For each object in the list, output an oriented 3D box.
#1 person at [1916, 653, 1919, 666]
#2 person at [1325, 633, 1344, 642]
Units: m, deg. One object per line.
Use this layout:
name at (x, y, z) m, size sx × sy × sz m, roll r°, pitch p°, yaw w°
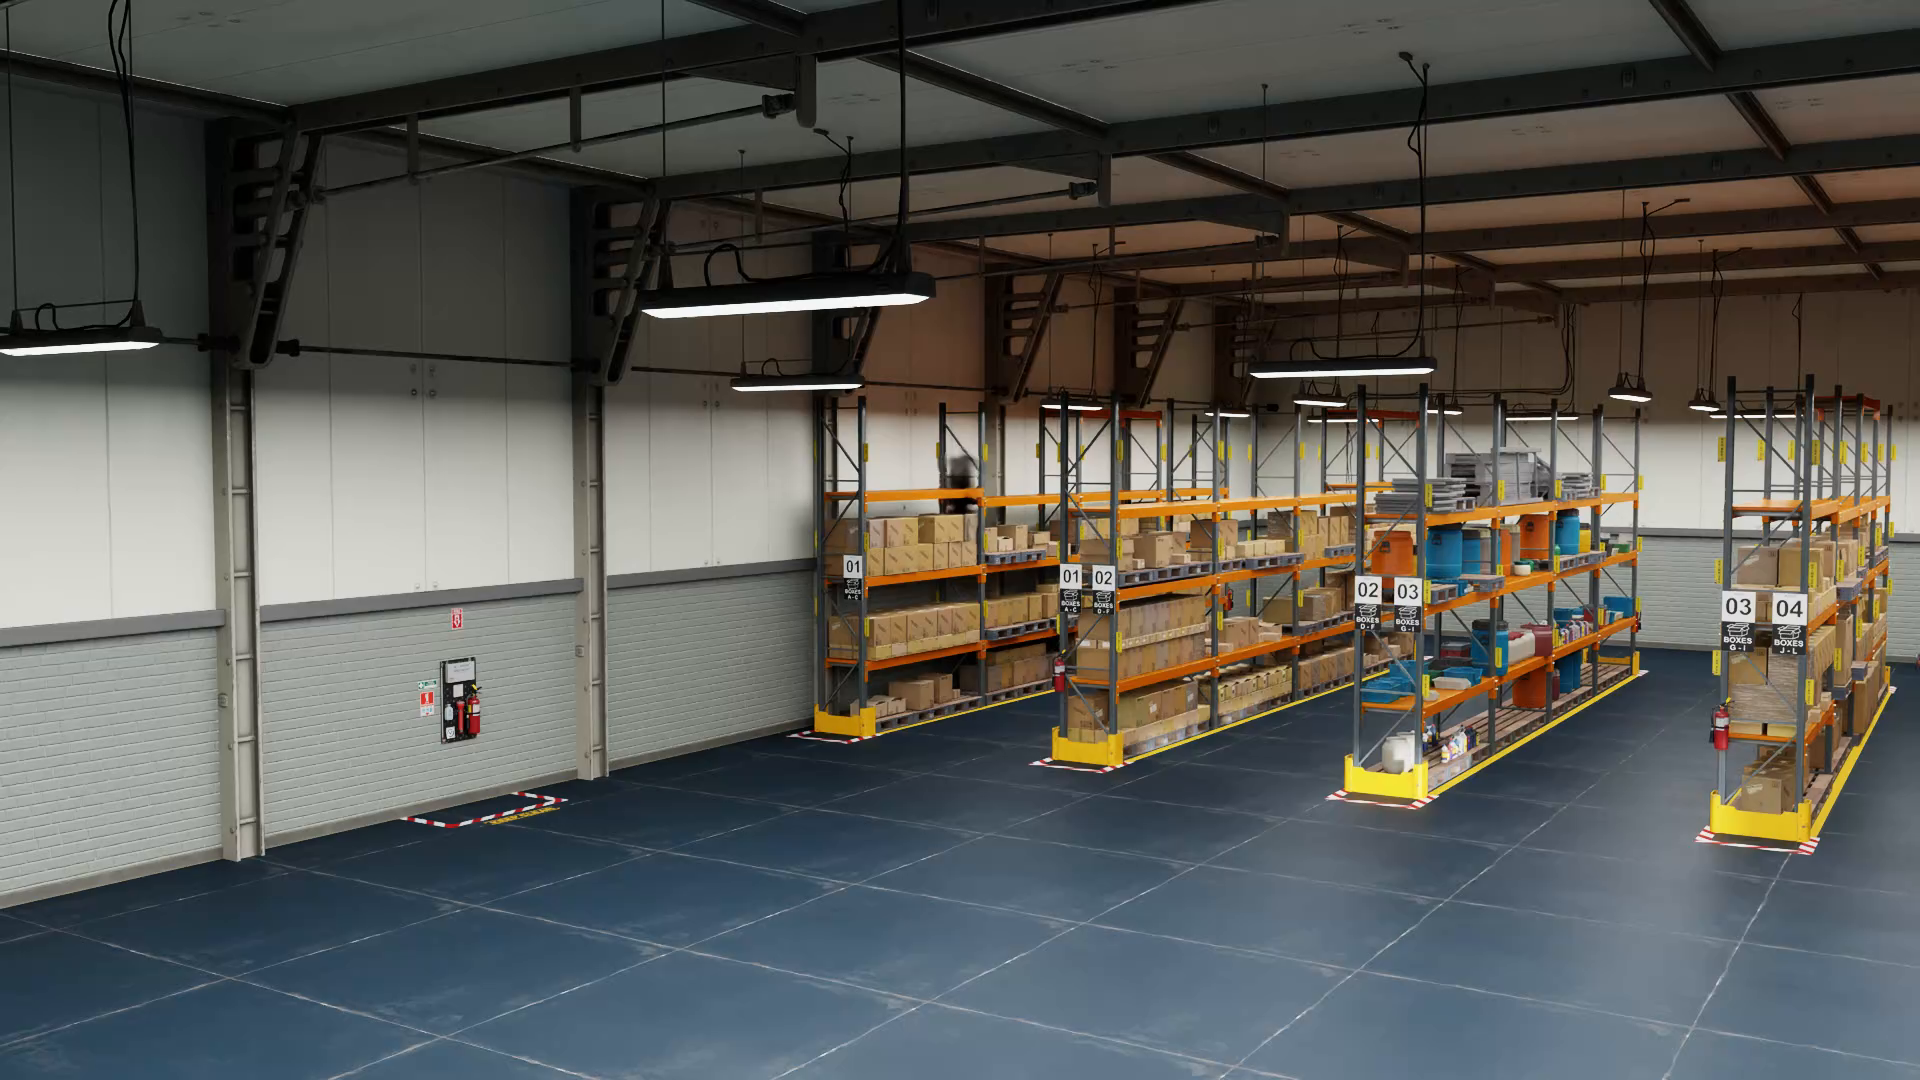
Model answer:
person at (18.032, 2.574, 30.731) m, size 0.621 × 1.690 × 0.901 m, roll 2°, pitch 4°, yaw 37°
person at (9.783, 1.924, 42.892) m, size 0.691 × 1.677 × 0.544 m, roll -3°, pitch 4°, yaw -43°
